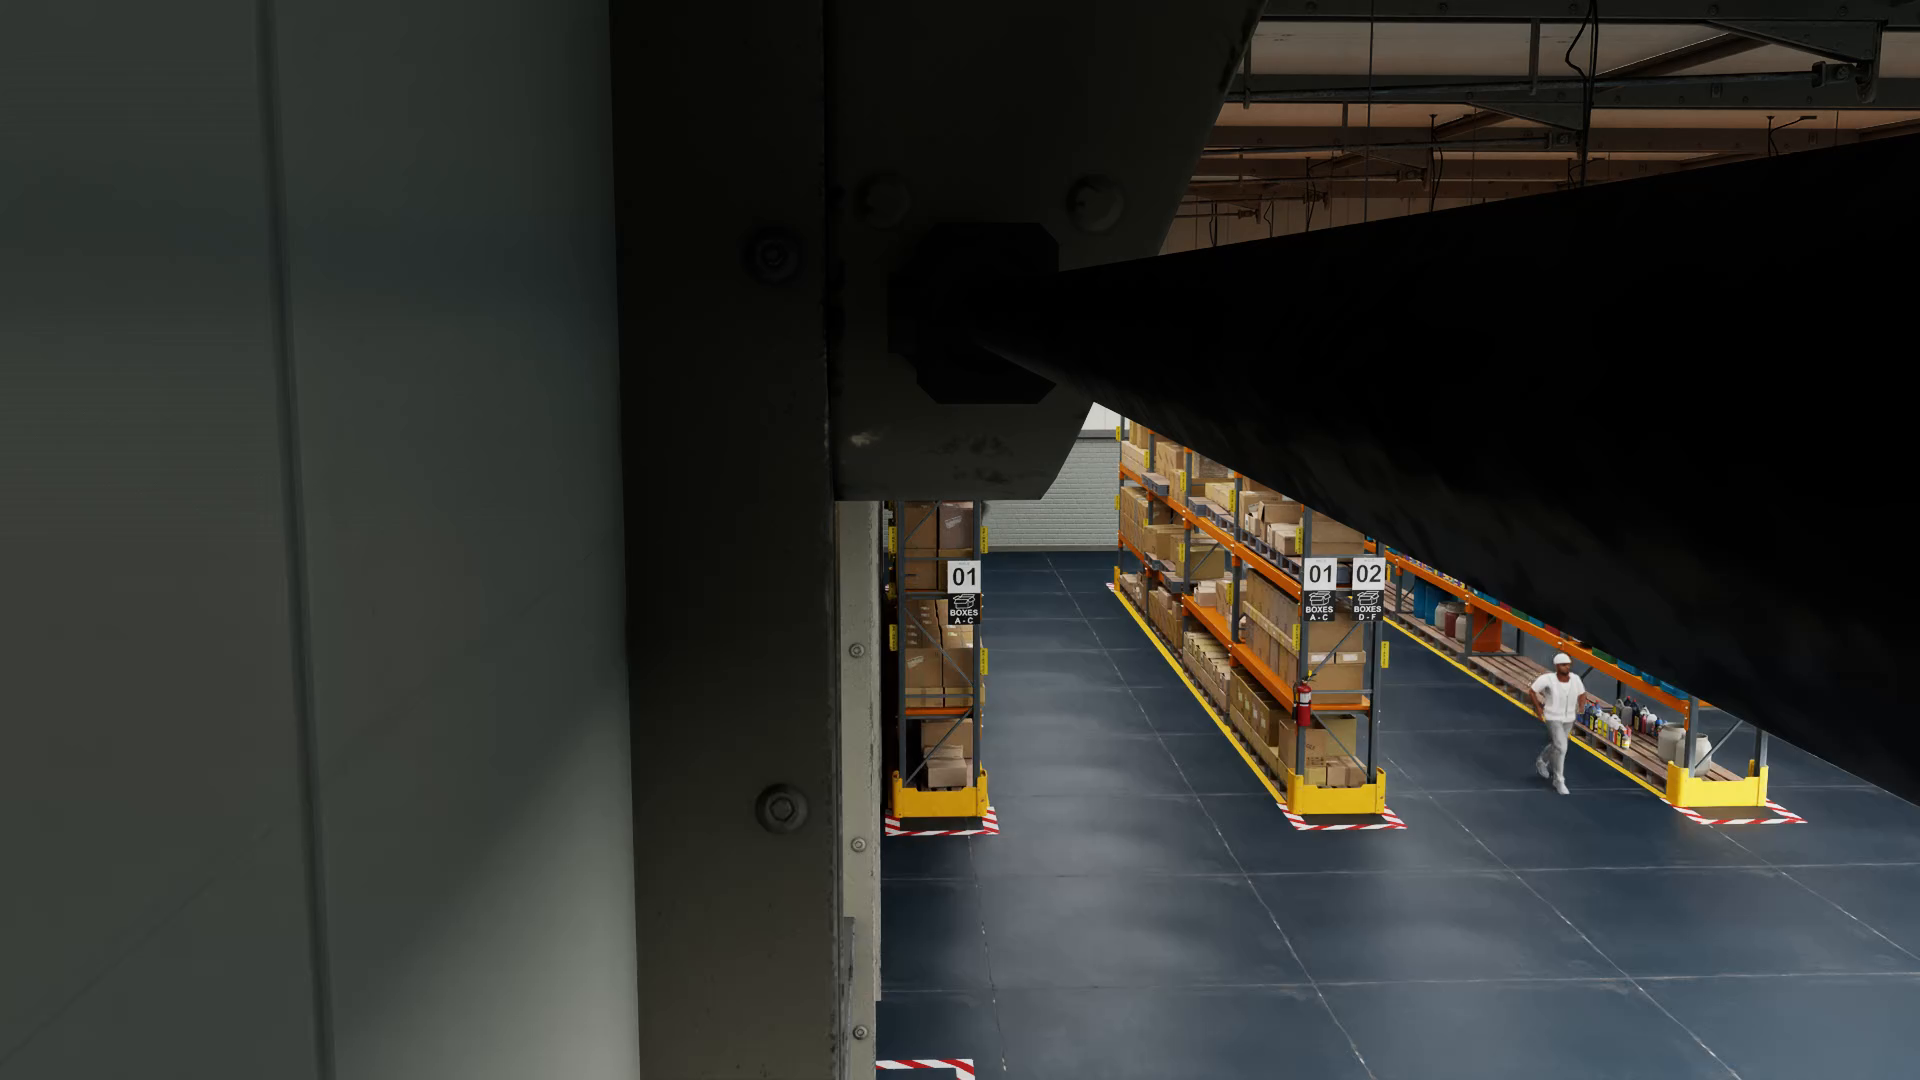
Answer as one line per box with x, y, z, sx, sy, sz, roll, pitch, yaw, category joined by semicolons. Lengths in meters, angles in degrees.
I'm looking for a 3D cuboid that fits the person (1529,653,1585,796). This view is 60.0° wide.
7.793;2.349;21.668;0.690;1.814;0.832;-2;9;-15;person
